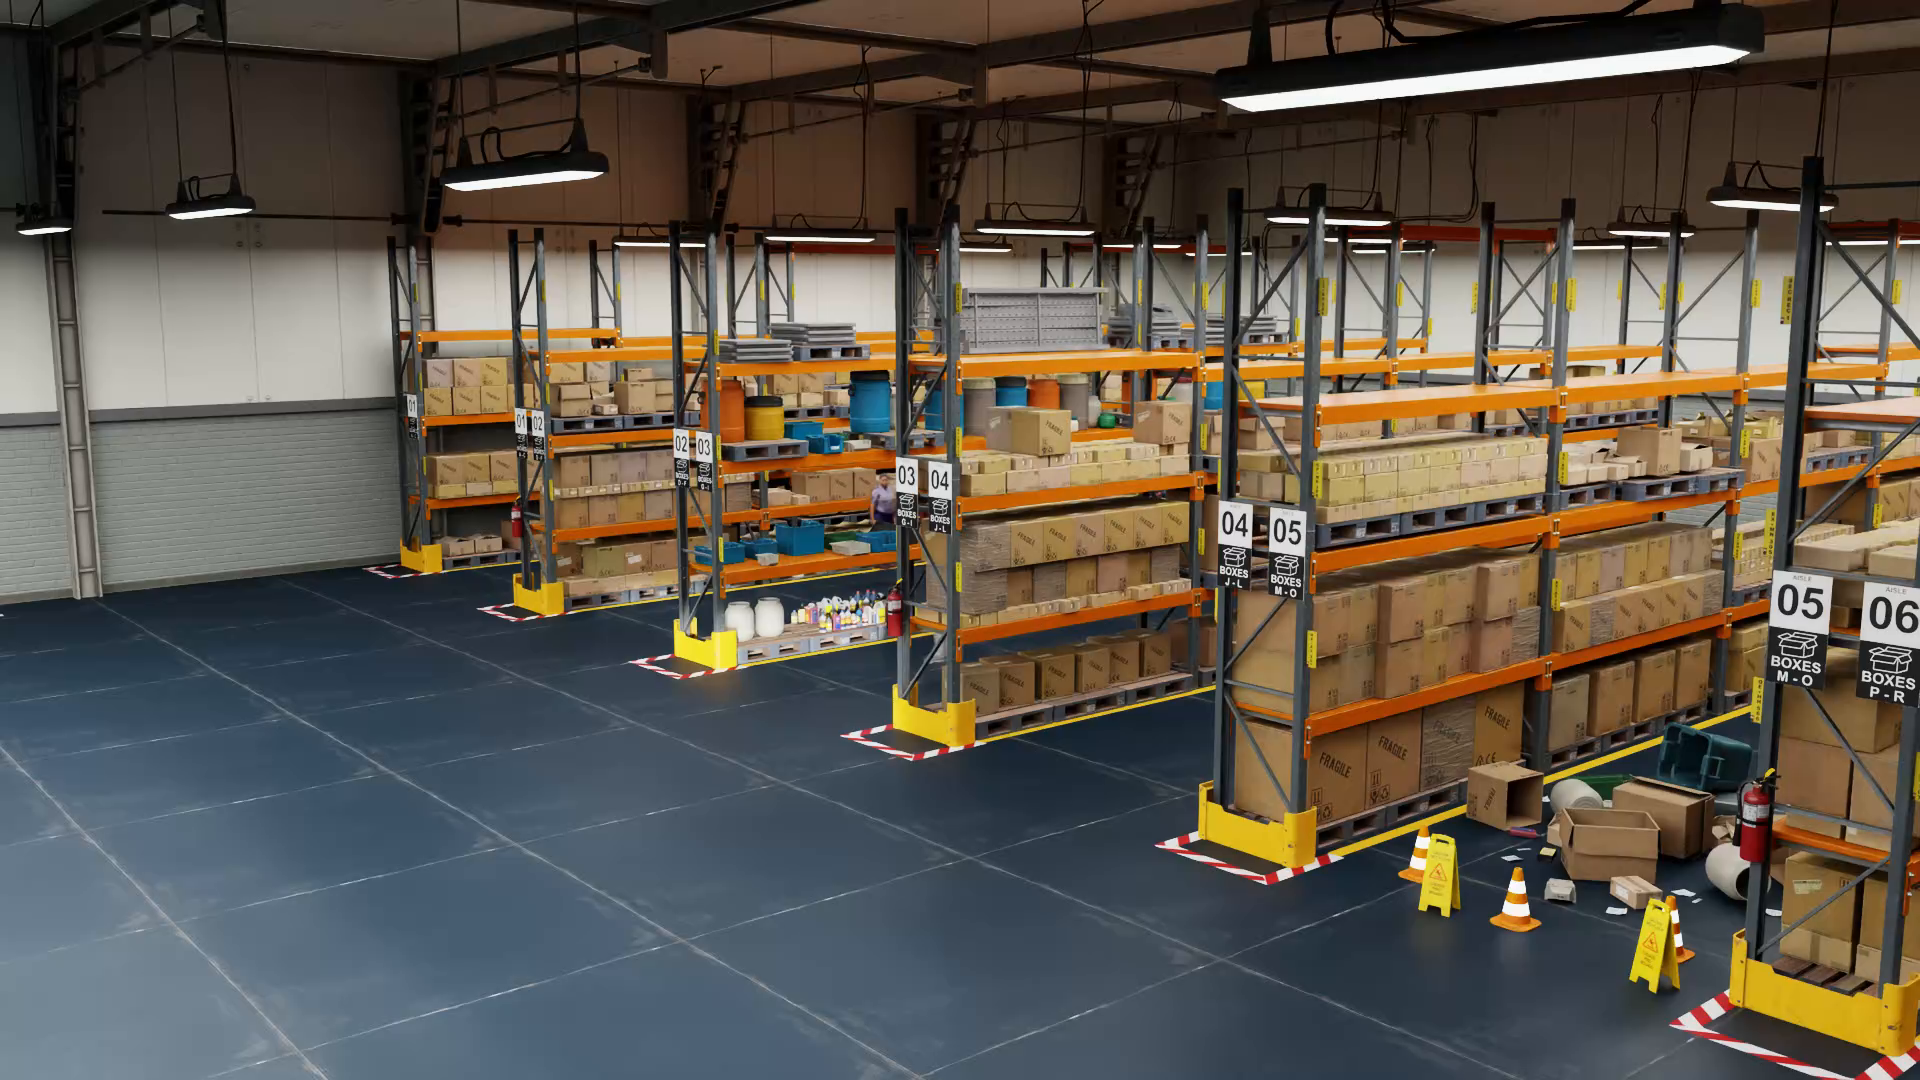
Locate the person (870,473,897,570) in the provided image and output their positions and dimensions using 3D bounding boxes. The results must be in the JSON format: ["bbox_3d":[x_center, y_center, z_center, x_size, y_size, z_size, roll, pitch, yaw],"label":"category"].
[{"bbox_3d":[-1.288,-0.339,28.579,0.406,1.648,0.535,7,12,40],"label":"person"}]

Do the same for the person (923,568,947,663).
[{"bbox_3d":[-0.248,0.743,21.638,0.438,1.660,0.577,4,9,22],"label":"person"}]
